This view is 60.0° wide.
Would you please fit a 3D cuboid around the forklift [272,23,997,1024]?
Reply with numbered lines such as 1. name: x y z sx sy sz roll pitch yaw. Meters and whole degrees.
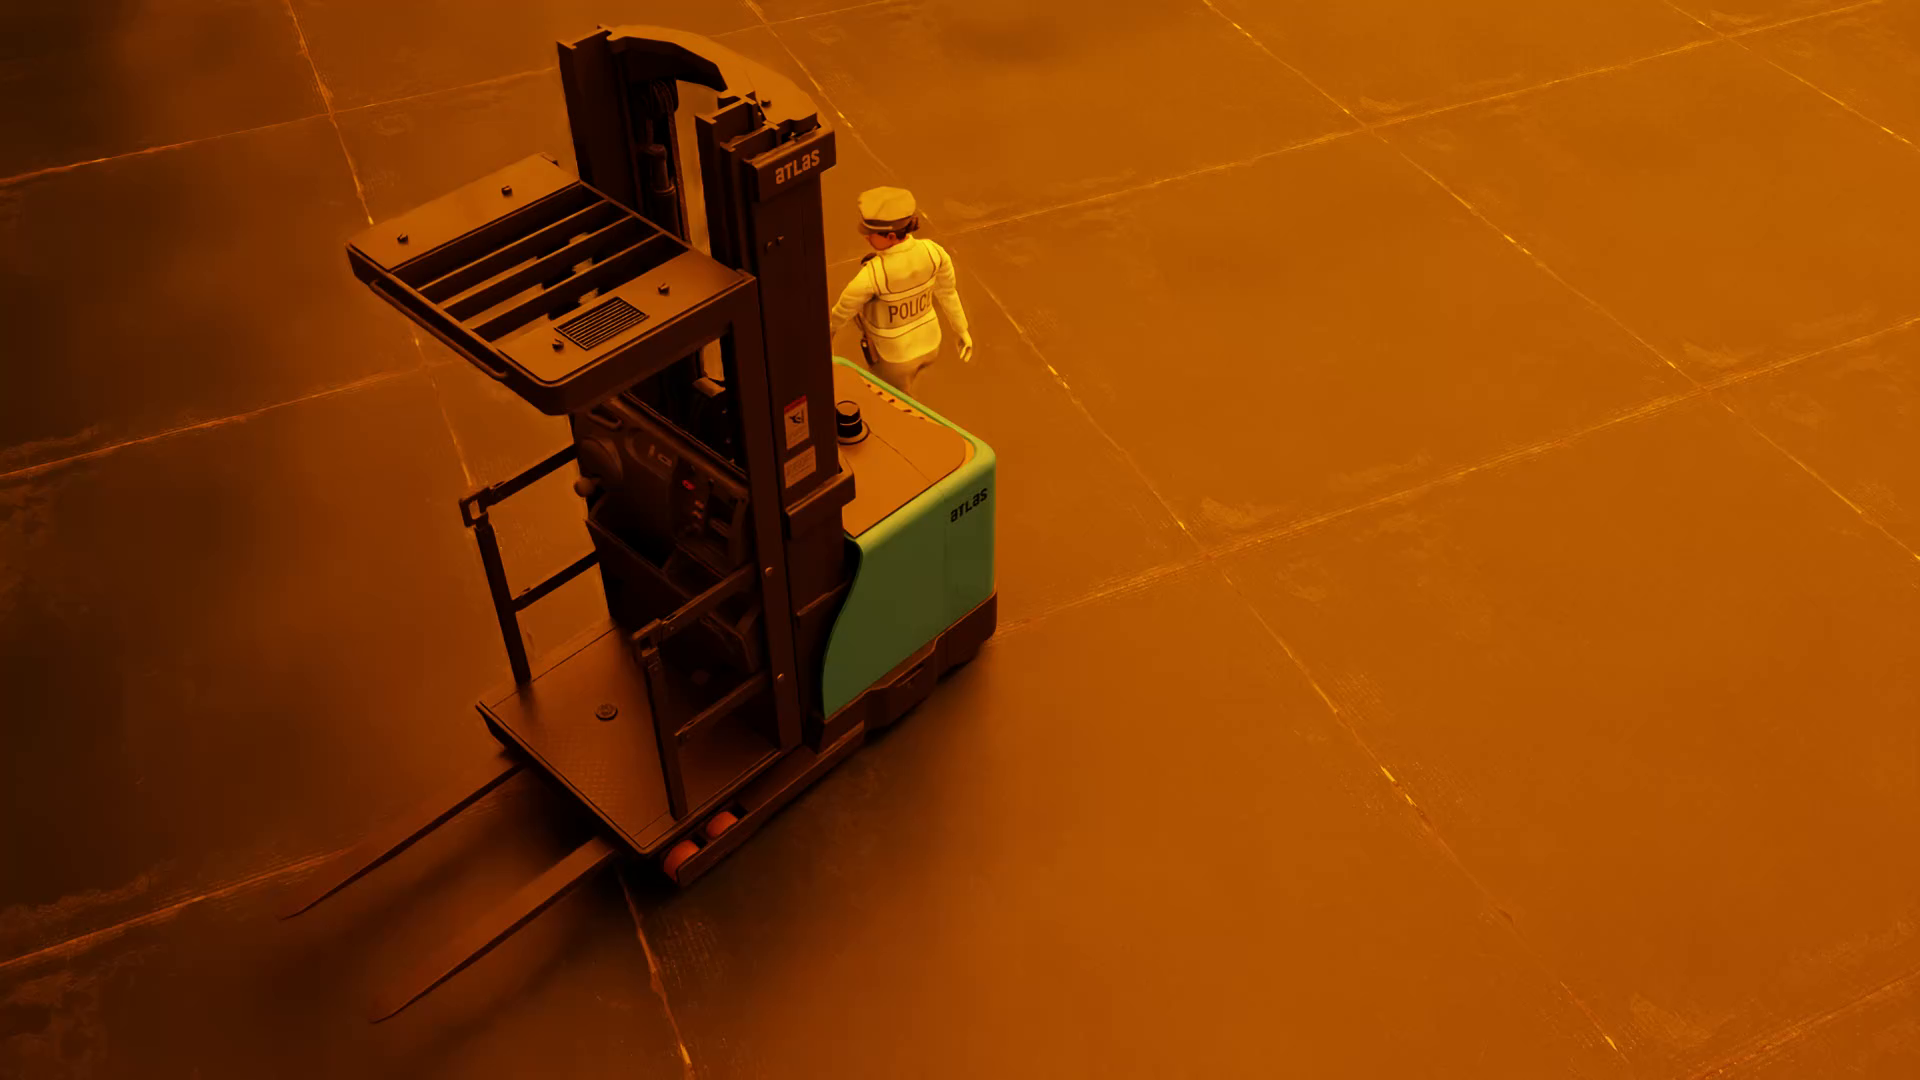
1. forklift: -1.220 -0.147 5.838 1.130 2.935 3.031 33 52 30

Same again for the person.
1. person: -0.299 -0.931 7.658 0.605 1.604 0.892 -34 53 -31
